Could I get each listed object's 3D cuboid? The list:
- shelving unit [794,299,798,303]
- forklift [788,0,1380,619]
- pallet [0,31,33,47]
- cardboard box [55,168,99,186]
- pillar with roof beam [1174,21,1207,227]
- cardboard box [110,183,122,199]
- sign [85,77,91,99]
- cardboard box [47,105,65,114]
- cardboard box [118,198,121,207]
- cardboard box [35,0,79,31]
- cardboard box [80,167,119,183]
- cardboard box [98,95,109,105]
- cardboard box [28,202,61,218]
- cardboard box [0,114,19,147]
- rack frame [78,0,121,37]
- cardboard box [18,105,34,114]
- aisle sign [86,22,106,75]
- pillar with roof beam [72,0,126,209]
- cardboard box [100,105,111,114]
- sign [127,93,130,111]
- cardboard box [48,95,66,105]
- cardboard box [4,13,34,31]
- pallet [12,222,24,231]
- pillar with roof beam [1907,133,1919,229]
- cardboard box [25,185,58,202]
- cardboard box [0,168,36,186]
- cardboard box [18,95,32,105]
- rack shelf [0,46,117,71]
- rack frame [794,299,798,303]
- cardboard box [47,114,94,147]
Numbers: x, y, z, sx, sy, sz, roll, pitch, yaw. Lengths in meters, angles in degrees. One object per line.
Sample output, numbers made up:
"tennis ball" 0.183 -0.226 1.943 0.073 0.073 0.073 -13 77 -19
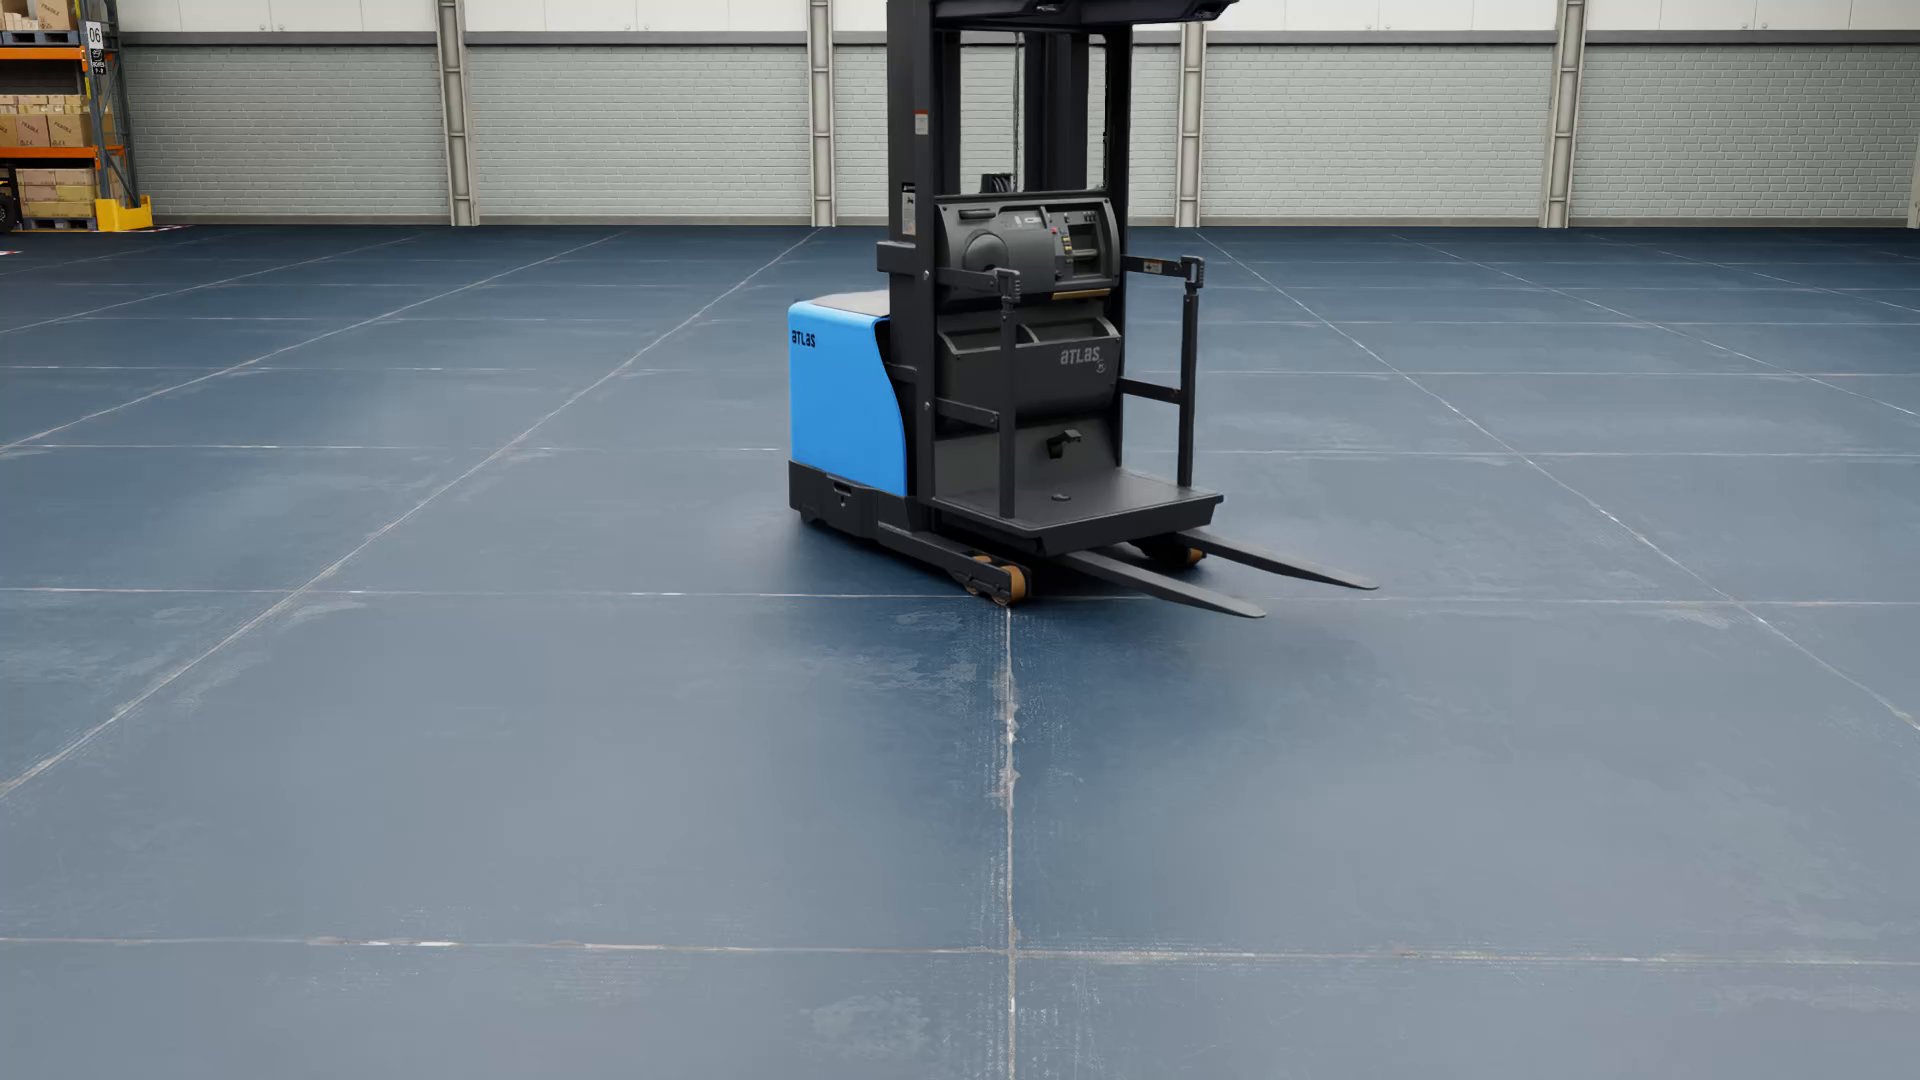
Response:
"shelving unit" -0.663 -0.691 8.401 0.252 1.050 0.215 -11 18 -35
"forklift" 0.433 -1.288 6.978 1.130 2.935 3.031 -11 18 -35
"pallet" -15.505 -7.939 26.346 1.213 0.211 1.003 0 15 1
"cardboard box" -14.045 -5.794 26.527 0.500 0.250 0.500 1 15 3
"pillar with roof beam" 3.635 -8.433 22.165 0.400 9.000 9.100 0 15 1
"cardboard box" -14.041 -5.685 27.093 0.500 0.250 0.500 1 15 2
"sign" -13.604 -7.049 25.945 0.005 0.325 0.100 0 15 1
"cardboard box" -14.186 -6.800 26.267 0.250 0.149 0.380 1 15 2
"cardboard box" -14.062 -5.440 27.146 0.500 0.250 0.500 0 15 2
"cardboard box" -14.025 -8.204 25.961 0.500 0.500 0.500 1 15 3
"cardboard box" -14.052 -5.922 27.012 0.500 0.250 0.500 0 15 1
"cardboard box" -13.907 -7.076 26.729 0.250 0.149 0.380 0 15 0
"cardboard box" -14.551 -5.315 26.672 0.500 0.250 0.500 0 15 1
"cardboard box" -15.106 -6.507 26.427 0.500 0.500 0.500 0 15 0
"rack frame" -13.576 -9.414 25.882 0.127 3.000 1.000 0 15 1
"cardboard box" -14.692 -6.822 26.350 0.250 0.149 0.380 0 15 1
"aisle sign" -13.518 -7.695 26.030 0.004 0.787 0.394 0 15 1
"pillar with roof beam" -14.359 -8.551 22.609 0.400 9.000 9.100 0 15 1
"cardboard box" -13.909 -6.944 26.811 0.250 0.149 0.380 0 15 0
"sign" -13.556 -7.112 27.063 0.005 0.325 0.100 0 15 1
"cardboard box" -14.187 -6.961 26.295 0.250 0.149 0.380 0 15 2
"cardboard box" -14.666 -8.080 25.949 0.258 0.266 0.396 0 15 2
"pallet" -15.558 -5.168 27.014 1.213 0.211 1.003 0 15 1
"pillar with roof beam" 15.631 -8.355 21.868 0.400 9.000 9.100 0 15 1
"cardboard box" -14.572 -5.558 26.613 0.500 0.250 0.500 0 15 1
"cardboard box" -15.060 -5.796 26.537 0.500 0.250 0.500 1 15 2
"cardboard box" -14.696 -6.977 26.353 0.250 0.149 0.380 0 15 2
"rack shelf" -15.576 -7.629 26.406 4.000 0.370 1.077 0 15 1
"rack frame" -0.761 -0.672 8.331 0.008 1.050 0.200 -11 18 -35
"cardboard box" -14.075 -6.498 26.393 0.500 0.500 0.500 0 15 0
